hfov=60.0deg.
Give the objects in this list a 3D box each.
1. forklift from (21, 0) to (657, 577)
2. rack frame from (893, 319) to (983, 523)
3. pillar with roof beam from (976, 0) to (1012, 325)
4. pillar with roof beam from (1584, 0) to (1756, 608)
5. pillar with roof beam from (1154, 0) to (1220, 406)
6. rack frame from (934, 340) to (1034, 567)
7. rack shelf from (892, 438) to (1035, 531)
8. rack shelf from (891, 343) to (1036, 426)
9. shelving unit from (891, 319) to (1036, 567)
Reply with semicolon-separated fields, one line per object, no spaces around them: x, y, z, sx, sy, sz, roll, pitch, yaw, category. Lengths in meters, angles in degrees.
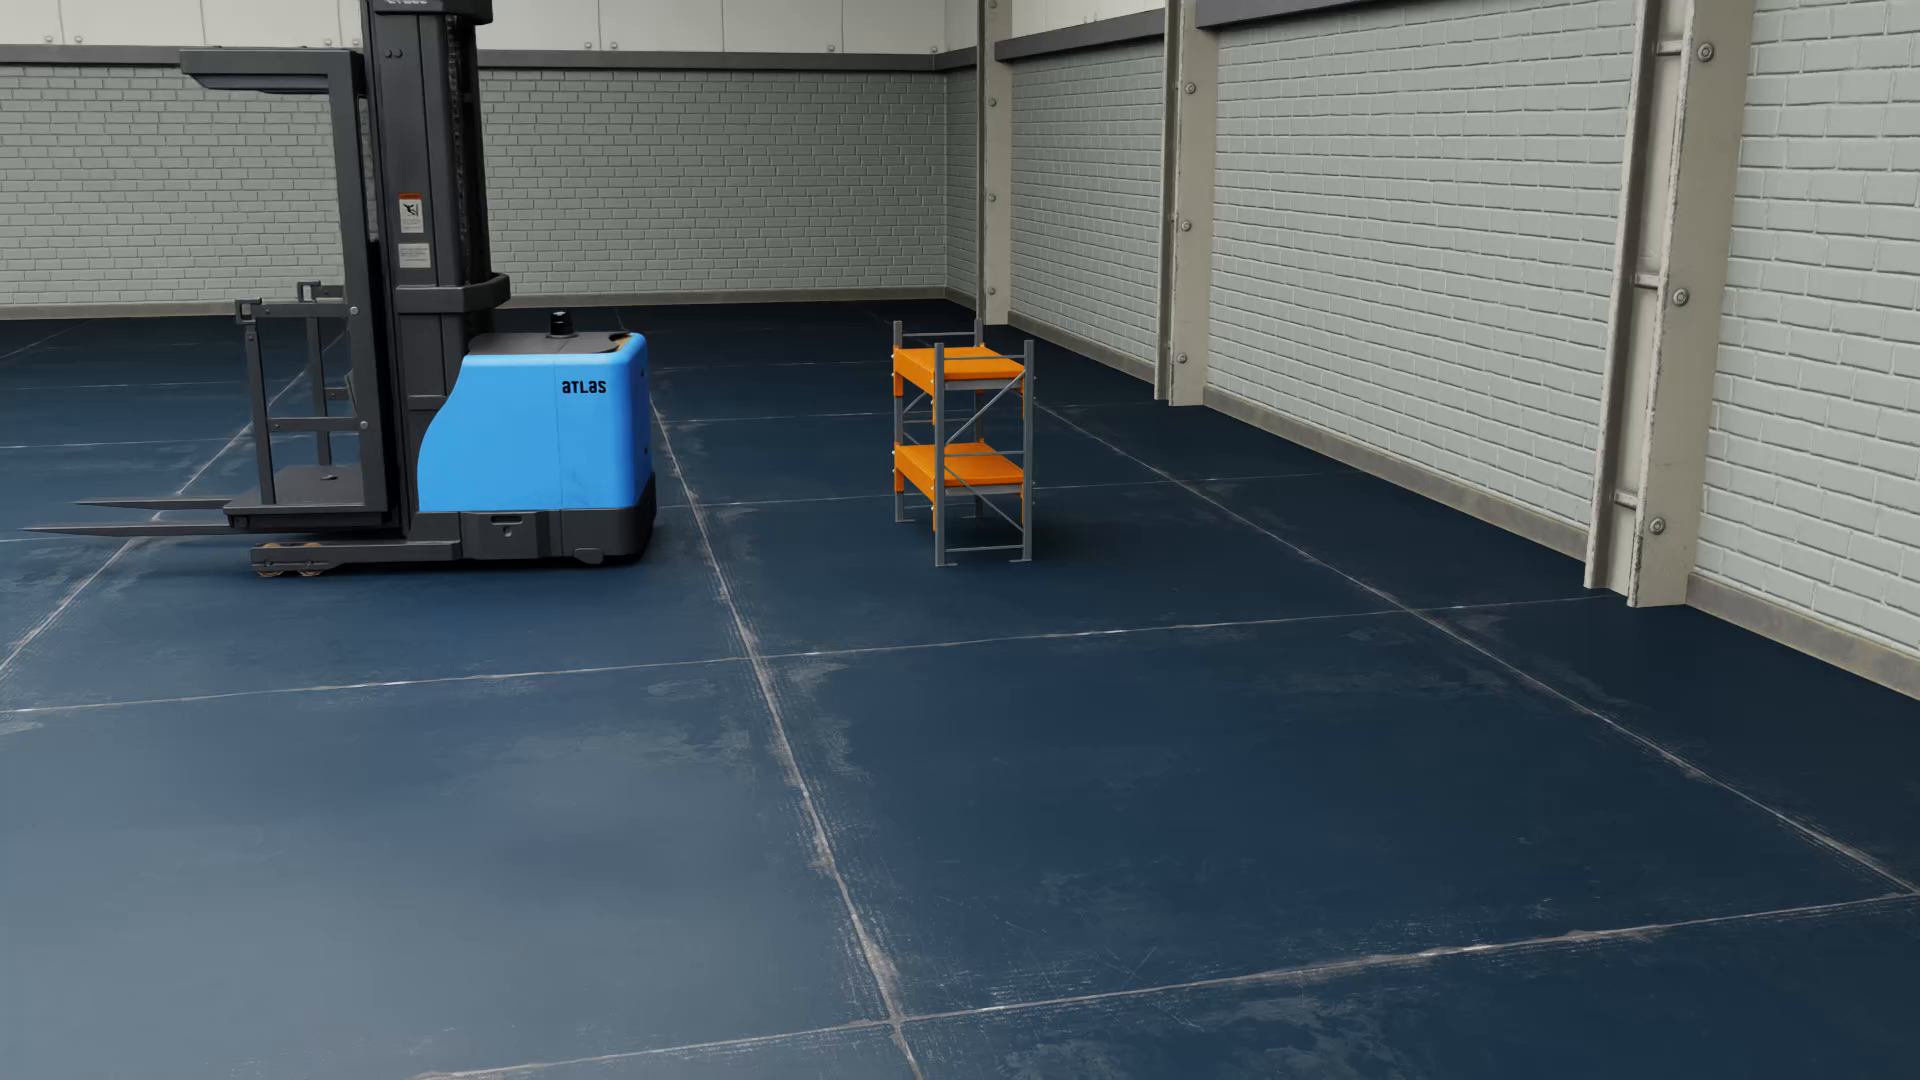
-3.156;-1.371;8.363;3.031;2.935;1.130;-1;14;-5;forklift
-0.118;-0.662;9.267;0.500;1.125;0.032;-3;14;-13;rack frame
-3.800;-6.643;17.156;9.100;9.000;0.400;-3;14;-13;pillar with roof beam
-0.982;-3.874;5.825;9.100;9.000;0.400;-3;14;-13;pillar with roof beam
-2.391;-5.259;11.491;9.100;9.000;0.400;-3;14;-13;pillar with roof beam
0.121;-0.428;8.307;0.500;1.125;0.032;-3;14;-13;rack frame
0.002;-0.307;8.845;0.538;0.278;1.000;-3;14;-13;rack shelf
0.002;-0.829;8.718;0.538;0.278;1.000;-3;14;-13;rack shelf
0.002;-0.545;8.787;0.538;1.125;1.048;-3;14;-13;shelving unit
